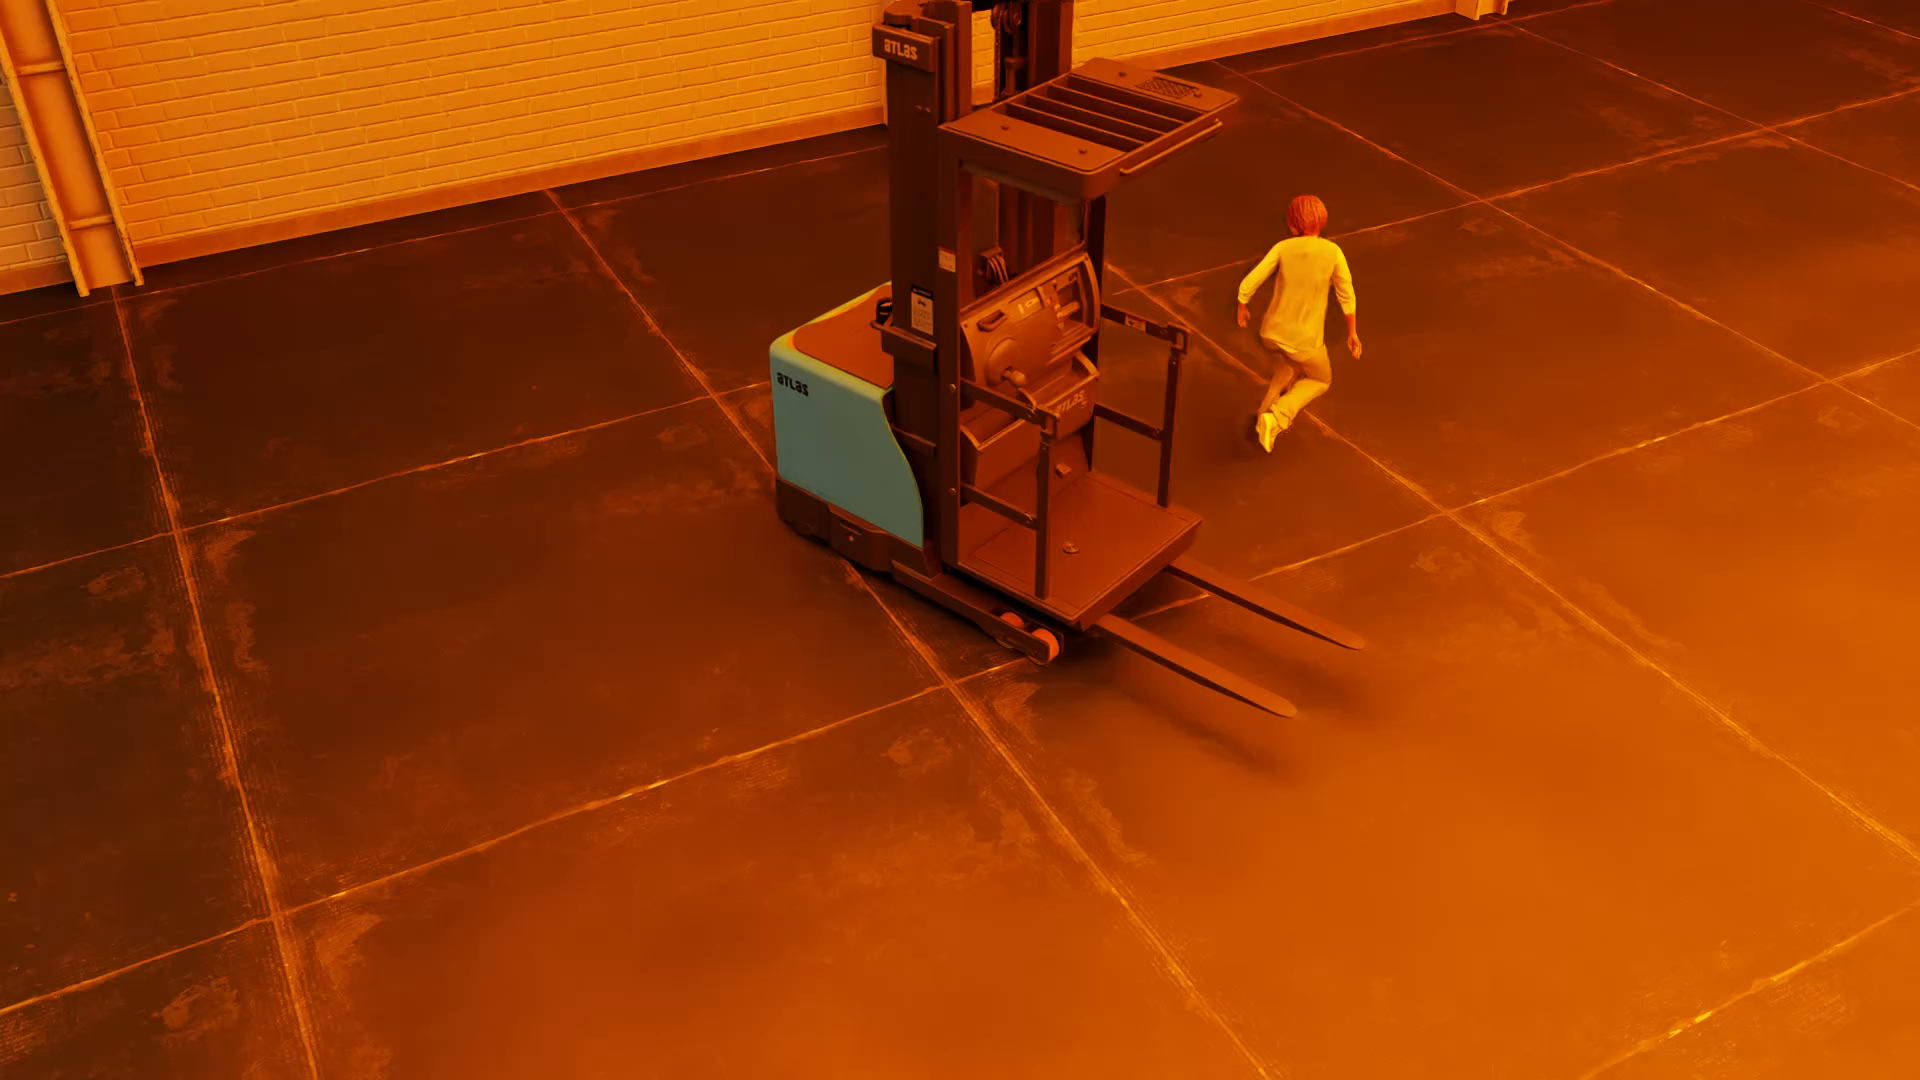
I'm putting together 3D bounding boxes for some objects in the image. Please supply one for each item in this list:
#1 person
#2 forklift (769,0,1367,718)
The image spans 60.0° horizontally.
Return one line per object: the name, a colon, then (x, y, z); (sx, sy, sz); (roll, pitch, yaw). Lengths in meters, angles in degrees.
person: (1.816, -1.149, 9.102); (0.692, 1.405, 0.587); (21, 40, 27)
forklift: (0.492, -0.957, 7.477); (3.031, 2.935, 1.130); (26, 43, 32)
